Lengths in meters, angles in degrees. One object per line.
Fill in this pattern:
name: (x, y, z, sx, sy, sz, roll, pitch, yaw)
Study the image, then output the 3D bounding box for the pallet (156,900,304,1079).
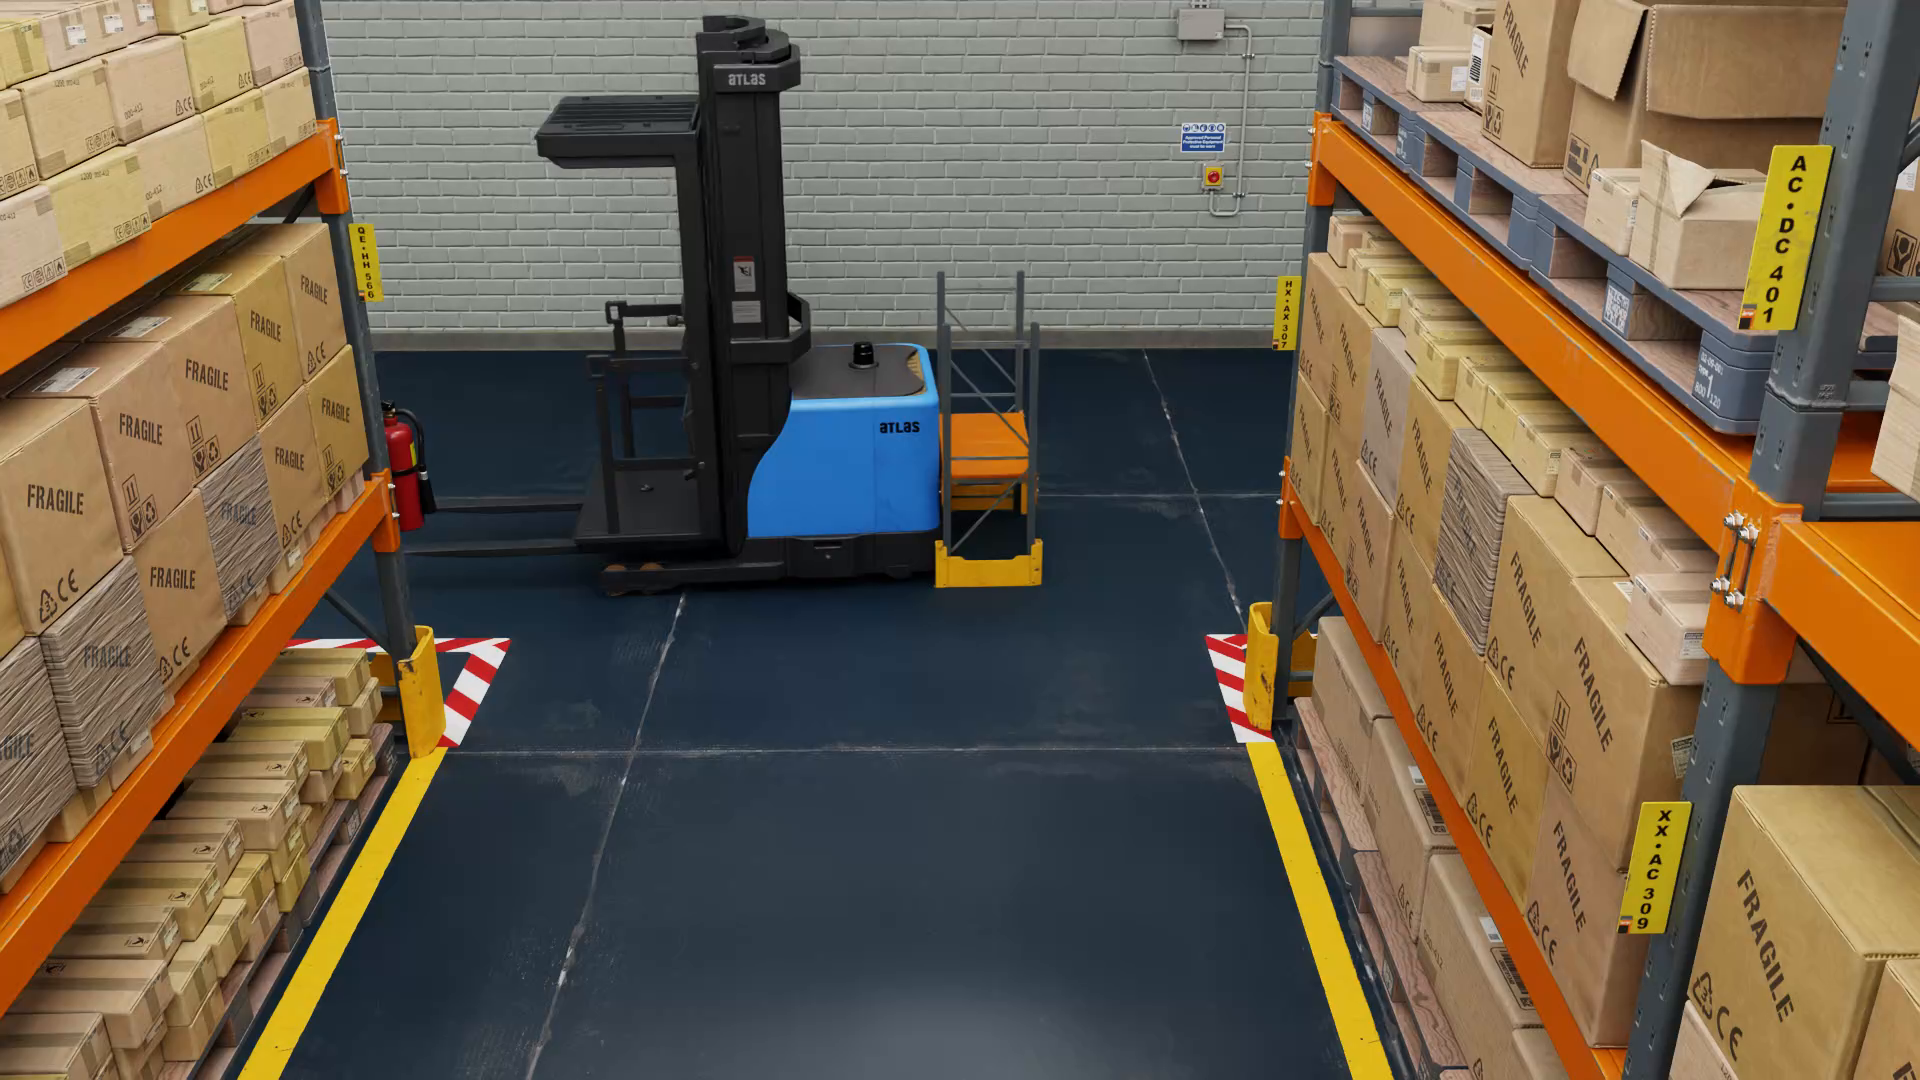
pallet: (-3.012, 1.664, 5.814, 1.003, 0.211, 1.213, 0, 24, -1)

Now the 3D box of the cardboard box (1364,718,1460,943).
cardboard box: (2.077, 1.087, 6.306, 0.875, 0.438, 0.875, 0, 24, 1)

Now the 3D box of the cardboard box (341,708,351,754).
cardboard box: (-2.757, 0.822, 6.881, 0.380, 0.149, 0.250, -1, 24, -2)

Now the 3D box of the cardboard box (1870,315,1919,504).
cardboard box: (1.651, -0.179, 2.518, 0.396, 0.266, 0.258, 0, 24, -1)

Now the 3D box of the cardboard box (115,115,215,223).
cardboard box: (-2.723, -1.171, 5.242, 0.500, 0.250, 0.500, 1, 24, 2)

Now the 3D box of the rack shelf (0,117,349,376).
rack shelf: (-2.975, -0.689, 4.866, 1.077, 0.370, 4.000, 0, 24, -1)

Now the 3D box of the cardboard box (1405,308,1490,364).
cardboard box: (1.678, -0.652, 5.430, 0.380, 0.149, 0.250, 0, 24, 0)

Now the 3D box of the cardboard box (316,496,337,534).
cardboard box: (-2.746, -0.124, 6.688, 0.380, 0.149, 0.250, 0, 24, -1)

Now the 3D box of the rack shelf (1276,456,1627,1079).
rack shelf: (1.973, 0.614, 5.625, 1.077, 0.370, 4.000, 0, 24, -1)

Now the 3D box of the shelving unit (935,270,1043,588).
shelving unit: (0.138, -0.647, 9.361, 0.587, 1.500, 1.083, -1, 24, -2)

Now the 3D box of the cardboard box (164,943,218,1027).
cardboard box: (-2.688, 1.463, 5.465, 0.380, 0.149, 0.250, 0, 24, -1)

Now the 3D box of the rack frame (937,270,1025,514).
rack frame: (0.118, -0.853, 9.815, 0.500, 1.500, 0.032, -1, 24, -2)

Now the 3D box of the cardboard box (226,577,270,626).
cardboard box: (-2.728, 0.193, 5.987, 0.380, 0.149, 0.250, -1, 24, -3)

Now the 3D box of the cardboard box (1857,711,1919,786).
cardboard box: (2.232, 0.412, 3.864, 0.500, 0.500, 0.500, 0, 24, 0)

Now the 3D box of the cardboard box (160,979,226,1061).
cardboard box: (-2.691, 1.596, 5.531, 0.380, 0.149, 0.250, -1, 24, -2)

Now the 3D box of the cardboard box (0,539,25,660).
cardboard box: (-2.736, 0.137, 4.111, 0.500, 0.500, 0.500, -1, 24, -2)

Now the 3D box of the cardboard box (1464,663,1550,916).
cardboard box: (1.723, 0.663, 4.523, 0.500, 0.500, 0.500, -1, 24, -2)

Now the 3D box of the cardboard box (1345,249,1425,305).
cardboard box: (1.641, -0.972, 6.137, 0.380, 0.149, 0.250, 0, 24, 1)

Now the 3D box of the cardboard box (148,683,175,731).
cardboard box: (-2.742, 0.518, 5.270, 0.380, 0.149, 0.250, 1, 24, 1)

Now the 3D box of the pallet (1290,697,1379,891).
pallet: (2.038, 1.062, 7.146, 1.003, 0.211, 1.213, 0, 24, -1)

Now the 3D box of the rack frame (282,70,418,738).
rack frame: (-2.997, -0.474, 7.158, 1.000, 3.000, 0.127, 0, 24, -1)

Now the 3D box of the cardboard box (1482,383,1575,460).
cardboard box: (1.723, -0.339, 4.737, 0.380, 0.149, 0.250, -1, 24, -2)

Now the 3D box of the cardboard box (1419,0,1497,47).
cardboard box: (2.046, -1.888, 6.196, 0.500, 0.250, 0.500, -2, 24, -5)

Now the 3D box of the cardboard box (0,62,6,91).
cardboard box: (-2.681, -1.196, 4.207, 0.380, 0.149, 0.250, 1, 24, 2)

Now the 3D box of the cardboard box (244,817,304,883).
cardboard box: (-2.680, 1.142, 6.174, 0.380, 0.149, 0.250, 0, 24, 0)

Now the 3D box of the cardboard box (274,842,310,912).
cardboard box: (-2.681, 1.271, 6.250, 0.380, 0.149, 0.250, -1, 24, -3)

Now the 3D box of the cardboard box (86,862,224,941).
cardboard box: (-2.742, 1.224, 5.632, 0.380, 0.149, 0.250, 0, 24, 0)

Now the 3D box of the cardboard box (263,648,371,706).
cardboard box: (-2.738, 0.580, 7.056, 0.380, 0.149, 0.250, 0, 24, 0)

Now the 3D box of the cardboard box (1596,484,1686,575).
cardboard box: (1.786, -0.024, 4.040, 0.380, 0.149, 0.250, 0, 24, 0)

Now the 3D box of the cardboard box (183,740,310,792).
cardboard box: (-2.723, 0.897, 6.356, 0.380, 0.149, 0.250, -1, 24, -3)

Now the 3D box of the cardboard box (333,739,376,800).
cardboard box: (-2.679, 0.955, 6.948, 0.380, 0.149, 0.250, 0, 24, 1)

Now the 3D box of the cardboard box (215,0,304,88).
cardboard box: (-2.738, -1.811, 6.050, 0.500, 0.250, 0.500, -1, 24, -2)

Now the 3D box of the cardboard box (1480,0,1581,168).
cardboard box: (1.824, -1.356, 4.715, 0.500, 0.500, 0.500, 0, 24, 0)

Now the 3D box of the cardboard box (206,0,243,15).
cardboard box: (-2.773, -1.944, 5.860, 0.380, 0.149, 0.250, 0, 24, 0)

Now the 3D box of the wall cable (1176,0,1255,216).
wall cable: (1.867, -3.338, 12.220, 0.585, 1.953, 0.123, 0, 24, -1)

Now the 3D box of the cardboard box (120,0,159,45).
cardboard box: (-2.738, -1.625, 5.155, 0.380, 0.149, 0.250, -1, 24, -2)

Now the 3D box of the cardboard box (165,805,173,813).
cardboard box: (-3.217, 1.061, 6.714, 0.380, 0.149, 0.250, 0, 24, 0)

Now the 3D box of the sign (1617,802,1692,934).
sign: (1.440, 0.683, 3.453, 0.100, 0.325, 0.005, 0, 24, -1)

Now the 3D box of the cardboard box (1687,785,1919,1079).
cardboard box: (1.712, 0.792, 3.024, 0.500, 0.500, 0.500, 0, 24, 0)

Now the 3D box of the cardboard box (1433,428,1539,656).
cardboard box: (1.702, -0.003, 4.781, 0.500, 0.500, 0.500, 0, 24, 0)

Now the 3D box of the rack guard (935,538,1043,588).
rack guard: (0.158, 0.127, 9.165, 0.587, 0.250, 0.087, -1, 24, -2)

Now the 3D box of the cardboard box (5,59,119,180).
cardboard box: (-2.734, -1.182, 4.658, 0.500, 0.250, 0.500, -1, 24, -3)

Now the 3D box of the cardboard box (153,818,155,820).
cardboard box: (-3.218, 1.144, 6.170, 0.380, 0.149, 0.250, -1, 24, -3)

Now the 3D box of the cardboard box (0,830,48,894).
cardboard box: (-2.759, 0.843, 4.551, 0.380, 0.149, 0.250, -1, 24, -3)

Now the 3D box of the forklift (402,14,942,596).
forklift: (-1.645, -1.259, 8.977, 3.031, 2.935, 1.130, -2, 24, -5)

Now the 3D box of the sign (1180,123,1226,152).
sign: (1.818, -3.009, 12.436, 0.327, 0.218, 0.001, 0, 24, -1)

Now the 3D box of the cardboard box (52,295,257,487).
cardboard box: (-2.723, -0.500, 5.520, 0.500, 0.500, 0.500, 1, 24, 2)

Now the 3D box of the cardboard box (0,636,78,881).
cardboard box: (-2.719, 0.584, 4.336, 0.500, 0.500, 0.500, 0, 24, -1)

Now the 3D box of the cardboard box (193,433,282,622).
cardboard box: (-2.719, -0.050, 5.738, 0.500, 0.500, 0.500, 0, 24, 0)

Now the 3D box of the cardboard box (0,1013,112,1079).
cardboard box: (-2.771, 1.543, 4.927, 0.380, 0.149, 0.250, -1, 24, -2)

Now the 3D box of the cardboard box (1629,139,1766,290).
cardboard box: (1.668, -0.694, 3.536, 0.396, 0.266, 0.258, 1, 24, 1)

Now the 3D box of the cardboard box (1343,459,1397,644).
cardboard box: (1.691, 0.034, 5.914, 0.500, 0.500, 0.500, 0, 24, -1)

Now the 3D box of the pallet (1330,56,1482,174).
pallet: (1.970, -1.558, 6.023, 1.003, 0.211, 1.213, 0, 24, -1)

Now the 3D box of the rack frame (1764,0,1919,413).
rack frame: (1.995, -1.623, 2.418, 1.000, 3.000, 0.127, 0, 24, -1)

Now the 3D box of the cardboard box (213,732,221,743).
cardboard box: (-3.302, 0.828, 6.867, 0.380, 0.149, 0.250, 0, 24, -1)

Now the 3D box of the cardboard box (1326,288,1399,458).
cardboard box: (1.685, -0.627, 6.162, 0.500, 0.500, 0.500, -1, 24, -2)
